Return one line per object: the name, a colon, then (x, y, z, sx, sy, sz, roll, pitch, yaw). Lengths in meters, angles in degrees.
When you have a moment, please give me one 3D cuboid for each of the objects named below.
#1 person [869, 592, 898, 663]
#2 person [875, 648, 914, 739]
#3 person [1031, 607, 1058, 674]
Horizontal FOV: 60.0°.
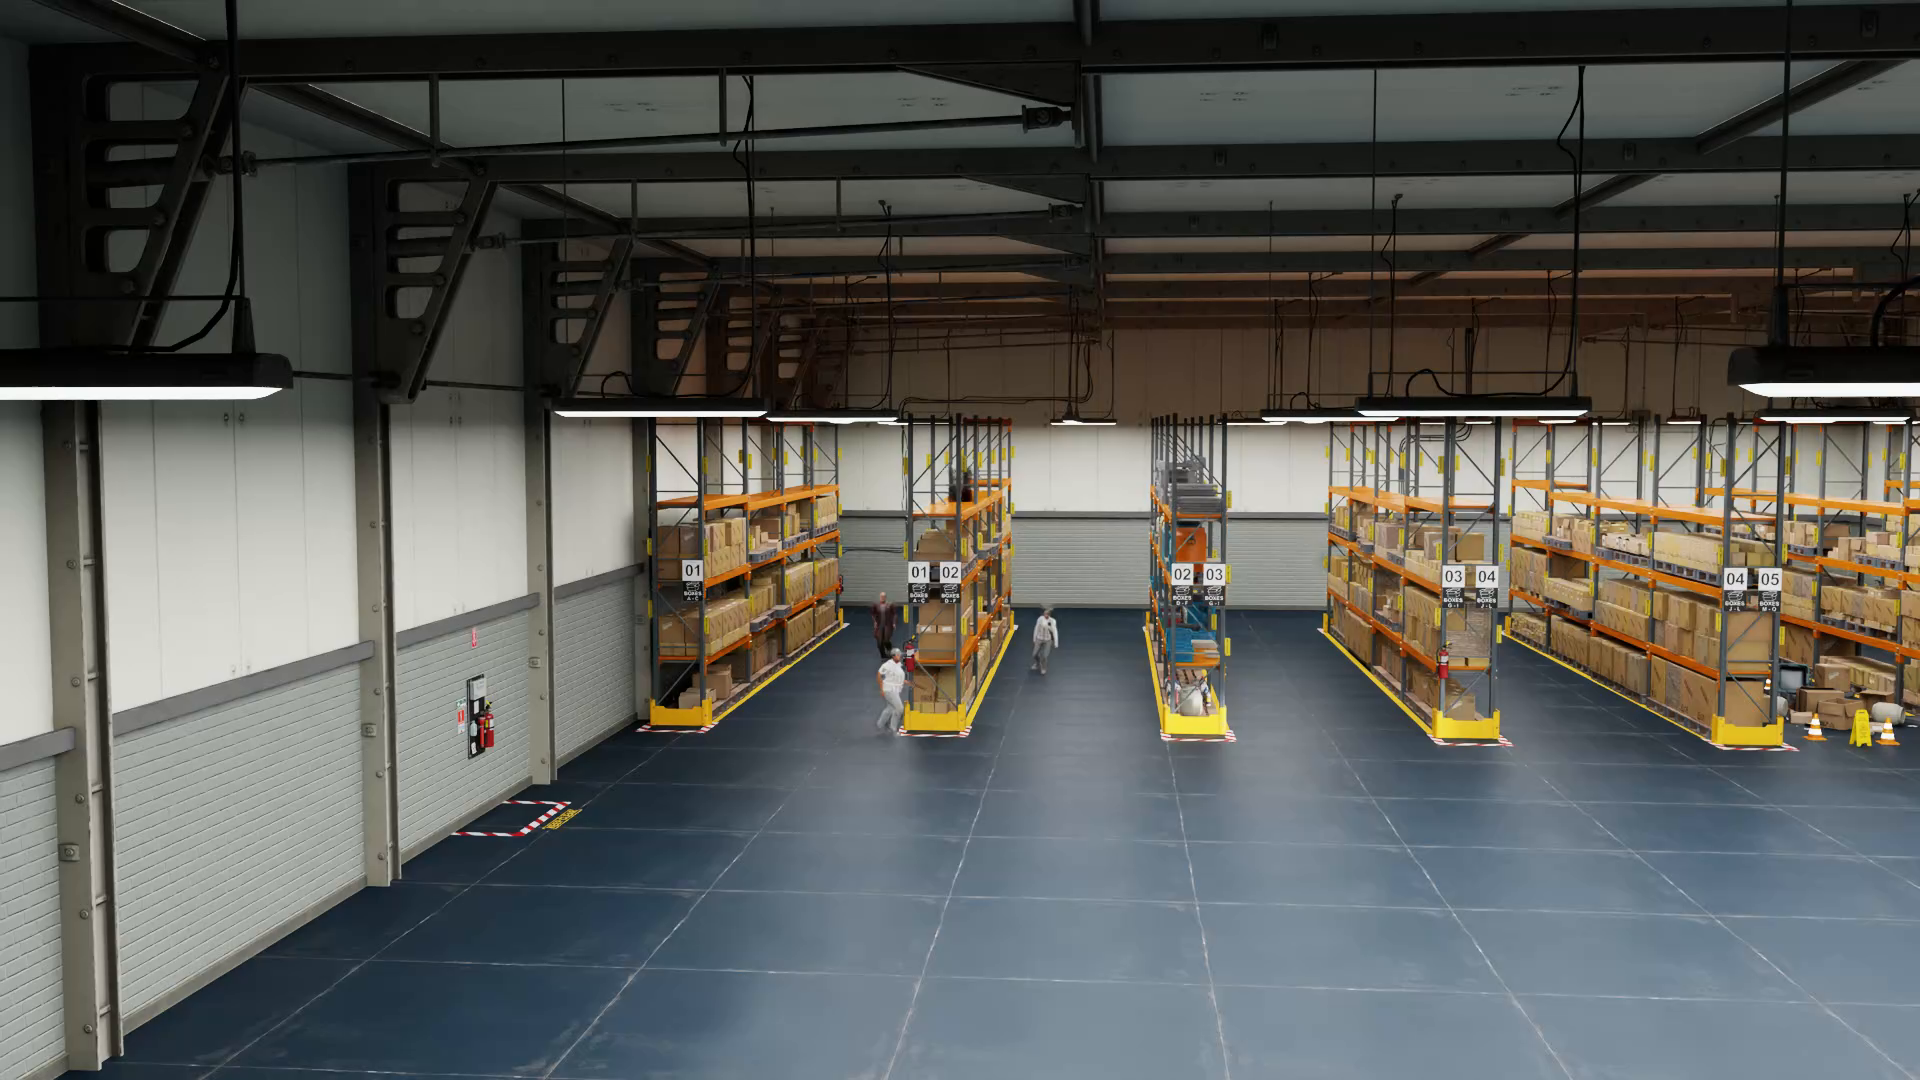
person: (-1.871, 2.133, 40.628, 0.694, 1.724, 0.659, 0, 4, 5)
person: (-1.251, 2.843, 30.826, 0.815, 1.698, 0.508, 2, 4, 26)
person: (1.965, 2.321, 38.622, 0.712, 1.586, 0.619, 1, 4, 17)
